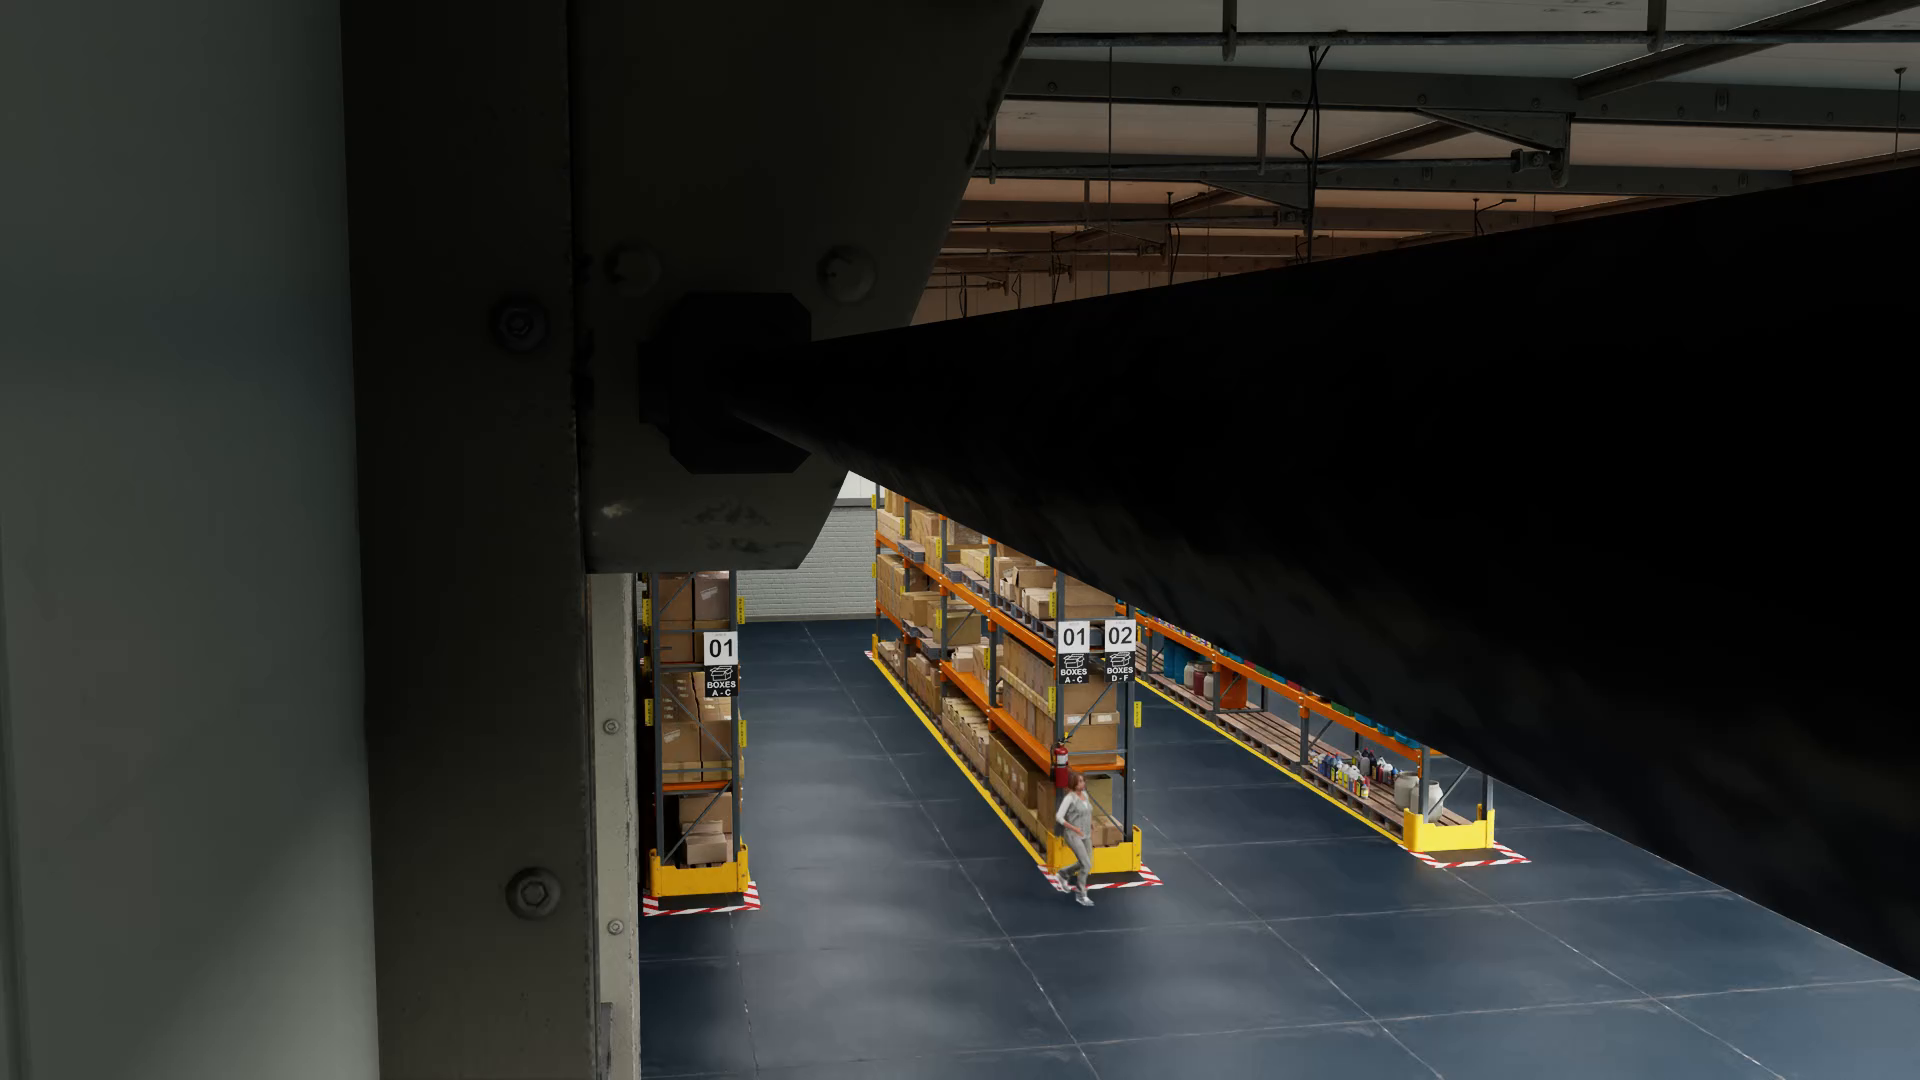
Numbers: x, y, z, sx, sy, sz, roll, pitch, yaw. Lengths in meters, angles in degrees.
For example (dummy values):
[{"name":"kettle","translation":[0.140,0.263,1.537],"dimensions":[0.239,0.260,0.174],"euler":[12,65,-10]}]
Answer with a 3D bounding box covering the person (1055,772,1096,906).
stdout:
[{"name":"person","translation":[1.367,3.550,19.796],"dimensions":[0.571,1.571,0.562],"euler":[4,7,36]}]
